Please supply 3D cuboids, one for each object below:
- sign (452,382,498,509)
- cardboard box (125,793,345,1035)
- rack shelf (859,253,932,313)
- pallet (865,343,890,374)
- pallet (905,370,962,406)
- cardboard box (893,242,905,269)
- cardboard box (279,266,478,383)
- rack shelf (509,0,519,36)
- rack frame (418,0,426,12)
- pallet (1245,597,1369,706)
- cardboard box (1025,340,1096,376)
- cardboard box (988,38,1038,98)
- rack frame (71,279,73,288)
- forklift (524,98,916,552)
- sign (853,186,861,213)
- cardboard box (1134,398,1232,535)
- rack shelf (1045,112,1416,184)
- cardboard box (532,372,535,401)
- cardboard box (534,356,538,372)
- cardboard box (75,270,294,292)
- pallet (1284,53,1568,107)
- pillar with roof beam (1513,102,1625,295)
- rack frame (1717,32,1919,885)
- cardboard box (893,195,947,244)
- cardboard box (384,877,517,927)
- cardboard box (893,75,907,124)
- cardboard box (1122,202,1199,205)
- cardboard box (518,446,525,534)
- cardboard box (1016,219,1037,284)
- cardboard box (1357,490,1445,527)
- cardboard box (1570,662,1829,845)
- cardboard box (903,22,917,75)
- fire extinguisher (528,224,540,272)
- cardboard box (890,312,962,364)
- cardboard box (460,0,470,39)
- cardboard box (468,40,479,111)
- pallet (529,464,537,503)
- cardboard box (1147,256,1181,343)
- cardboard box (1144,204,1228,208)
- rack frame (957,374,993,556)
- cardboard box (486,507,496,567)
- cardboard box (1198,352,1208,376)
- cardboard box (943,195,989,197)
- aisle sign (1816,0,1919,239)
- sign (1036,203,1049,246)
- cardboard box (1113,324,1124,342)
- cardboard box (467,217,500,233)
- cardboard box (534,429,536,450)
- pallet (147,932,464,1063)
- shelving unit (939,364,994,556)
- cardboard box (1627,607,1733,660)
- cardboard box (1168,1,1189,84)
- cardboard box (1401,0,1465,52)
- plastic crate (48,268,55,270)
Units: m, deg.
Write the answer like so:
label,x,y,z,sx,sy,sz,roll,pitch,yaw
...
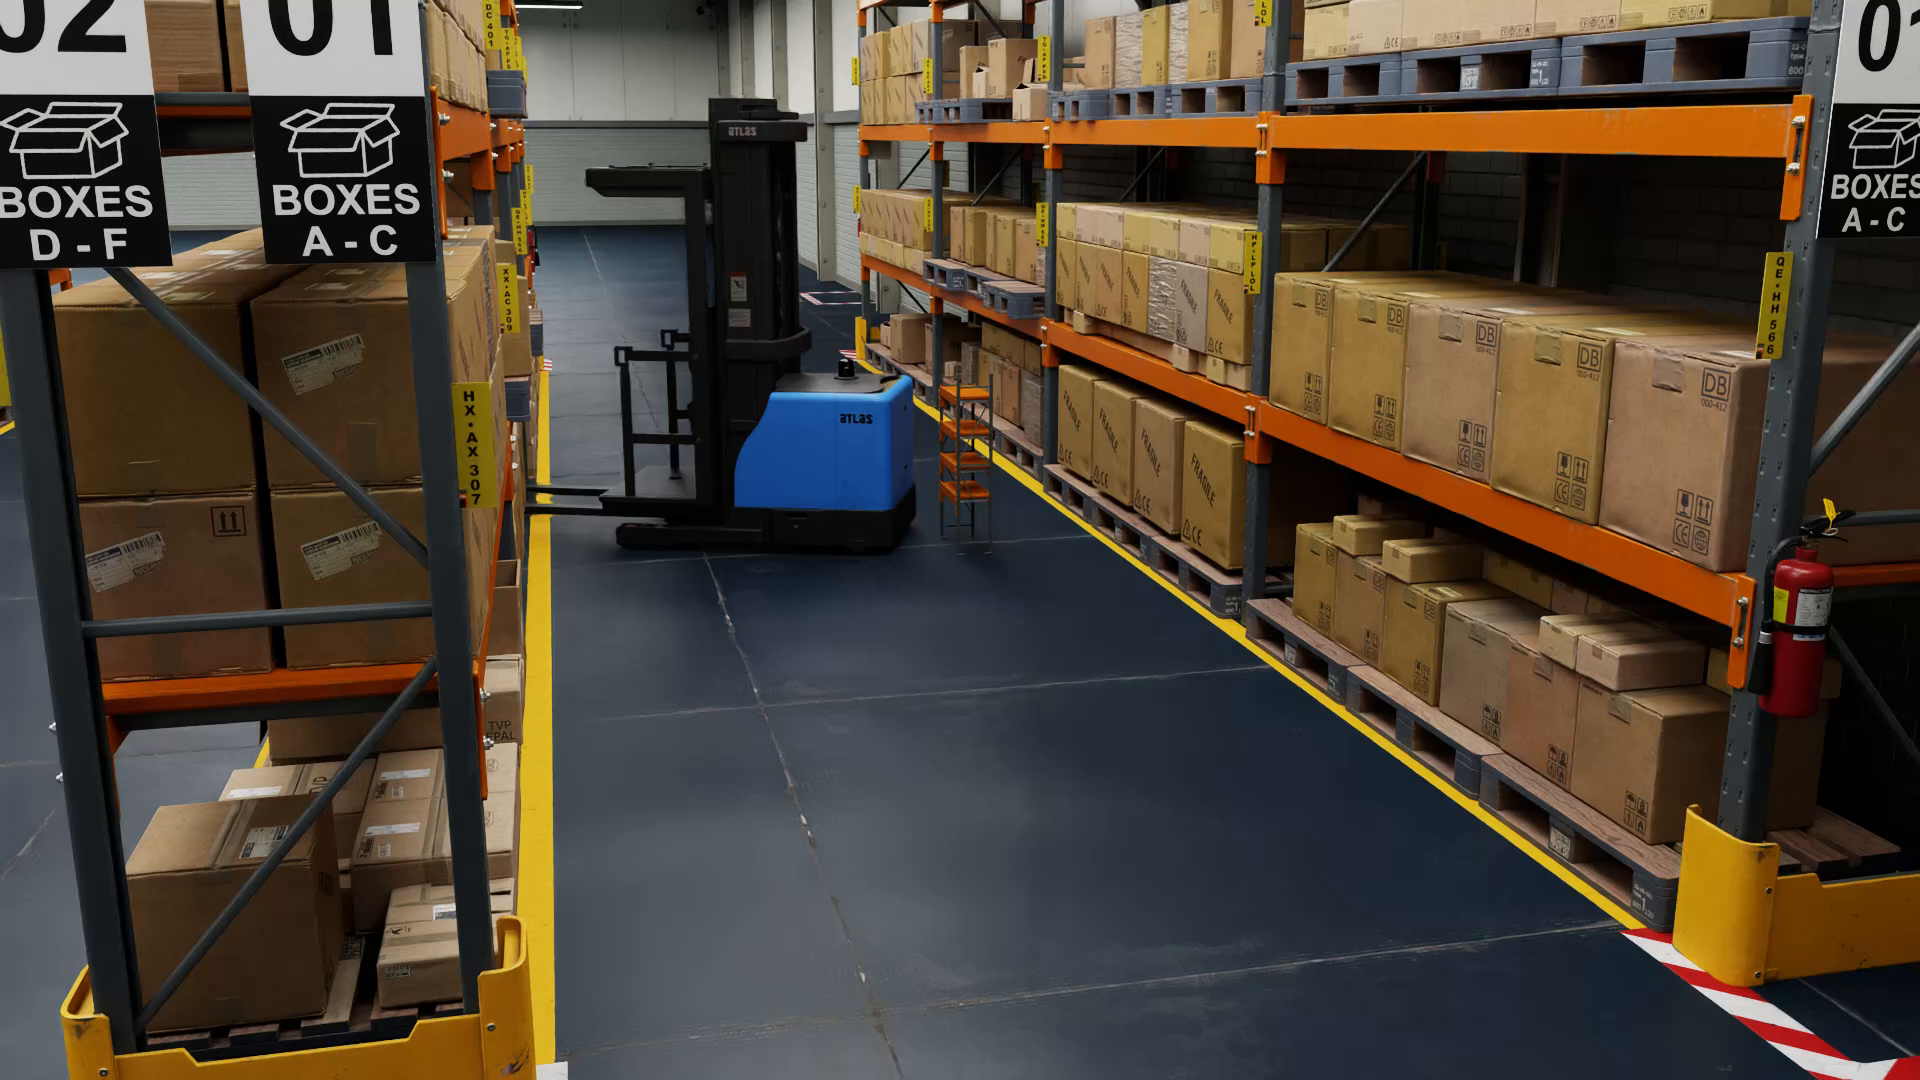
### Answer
label,x,y,z,sx,sy,sz,roll,pitch,yaw
sign,-1.251,-0.242,4.275,0.100,0.325,0.005,-3,14,-13
cardboard box,-2.145,1.097,4.955,0.500,0.500,0.500,-3,14,-13
rack shelf,-0.252,-2.949,18.692,1.077,0.370,4.000,-3,14,-13
pallet,-0.548,-2.198,19.979,1.003,0.211,1.213,-3,14,-13
pallet,0.026,-1.635,17.675,1.003,0.211,1.213,-3,14,-13
cardboard box,-0.430,-3.097,18.055,0.500,0.250,0.500,-3,14,-13
cardboard box,-1.756,-0.563,5.094,0.500,0.500,0.500,-3,14,-13
rack shelf,-5.066,-5.392,16.894,1.077,0.370,4.000,-3,14,-13
rack frame,-1.778,-2.706,3.541,1.000,3.000,0.127,-3,14,-13
pallet,2.199,0.543,8.759,1.003,0.211,1.213,-3,14,-13
cardboard box,0.864,-1.576,14.317,0.500,0.250,0.500,-3,14,-12
cardboard box,0.558,-4.131,14.601,0.500,0.500,0.500,-4,14,-15
rack frame,-10.352,-3.207,18.235,1.000,3.000,0.127,-3,14,-13
forklift,-1.873,-1.478,11.302,3.031,2.935,1.130,2,14,8
sign,-1.249,-4.150,20.269,0.100,0.325,0.005,-3,14,-13
cardboard box,1.606,-0.499,10.792,0.750,0.750,0.750,-3,14,-11
rack shelf,1.627,-2.560,10.782,1.077,0.370,4.000,-3,14,-13
cardboard box,-3.980,-1.388,14.516,0.500,0.311,0.500,-3,14,-13
cardboard box,-4.401,-1.917,16.281,0.500,0.500,0.500,-3,14,-13
cardboard box,-2.270,-0.530,4.957,0.500,0.500,0.500,-3,14,-12
pallet,2.278,-2.216,8.044,1.003,0.211,1.213,-3,14,-13
pillar with roof beam,-1.083,-3.552,7.006,9.100,9.000,0.400,-3,14,-13
rack frame,3.036,-0.068,5.387,1.000,3.000,0.127,-3,14,-13
cardboard box,-0.425,-3.461,17.968,0.500,0.500,0.500,-4,14,-15
cardboard box,-1.601,1.198,5.247,0.380,0.166,0.250,-3,14,-13
cardboard box,-0.415,-4.698,17.763,0.500,0.500,0.500,-4,14,-15
cardboard box,1.516,-2.391,12.434,0.500,0.250,0.500,-3,14,-12
cardboard box,-3.088,-0.314,10.734,0.500,0.500,0.500,-4,14,-15
cardboard box,0.879,-2.412,13.840,0.700,0.500,0.500,-5,14,-18
cardboard box,2.331,-0.162,8.787,0.380,0.149,0.250,-3,14,-14
cardboard box,2.774,0.786,6.272,0.700,0.500,0.500,-3,14,-13
cardboard box,-0.303,-5.065,17.158,0.500,0.500,0.500,-3,14,-10
fire extinguisher,-5.112,-3.498,19.588,0.296,0.674,0.183,-3,14,-13
cardboard box,-0.389,-2.291,18.823,0.700,0.500,0.500,-4,14,-17
cardboard box,-1.994,-1.898,5.818,0.500,0.250,0.500,-3,14,-13
cardboard box,-2.112,-1.770,6.349,0.500,0.250,0.500,-3,14,-13
pallet,-3.813,-0.475,12.925,1.003,0.211,1.213,-3,14,-13
cardboard box,1.504,-1.520,10.449,0.500,0.500,0.500,-3,14,-13
cardboard box,1.634,-2.271,11.944,0.500,0.250,0.500,-4,14,-15
rack frame,0.096,-0.488,10.898,0.240,1.200,0.015,-3,14,-13
cardboard box,-1.868,-0.192,5.681,0.500,0.500,0.500,-3,14,-13
cardboard box,1.643,-1.060,9.934,0.380,0.149,0.250,-3,14,-11
cardboard box,0.081,-3.493,18.097,0.500,0.500,0.500,-3,14,-12
aisle sign,2.761,-1.298,4.942,0.394,0.787,0.004,-3,14,-13
sign,0.632,-2.406,12.680,0.100,0.325,0.005,-3,14,-13
cardboard box,1.288,-1.478,11.642,0.380,0.149,0.250,-3,14,-12
cardboard box,-4.471,-2.996,15.794,0.380,0.149,0.250,-3,14,-13
cardboard box,-3.742,-0.878,13.609,0.500,0.250,0.500,-4,14,-15
pallet,-1.984,1.362,5.409,1.003,0.211,1.213,-3,14,-13
shelving unit,0.039,-0.545,11.128,0.258,1.200,0.503,-3,14,-13
cardboard box,2.878,0.372,6.601,0.380,0.149,0.250,-3,14,-13
cardboard box,1.748,-3.164,10.599,0.700,0.500,0.500,-3,14,-13
cardboard box,2.236,-2.218,7.084,0.500,0.250,0.500,-4,14,-15
plastic crate,-9.943,-3.036,17.848,0.499,0.251,0.616,-3,14,-13
